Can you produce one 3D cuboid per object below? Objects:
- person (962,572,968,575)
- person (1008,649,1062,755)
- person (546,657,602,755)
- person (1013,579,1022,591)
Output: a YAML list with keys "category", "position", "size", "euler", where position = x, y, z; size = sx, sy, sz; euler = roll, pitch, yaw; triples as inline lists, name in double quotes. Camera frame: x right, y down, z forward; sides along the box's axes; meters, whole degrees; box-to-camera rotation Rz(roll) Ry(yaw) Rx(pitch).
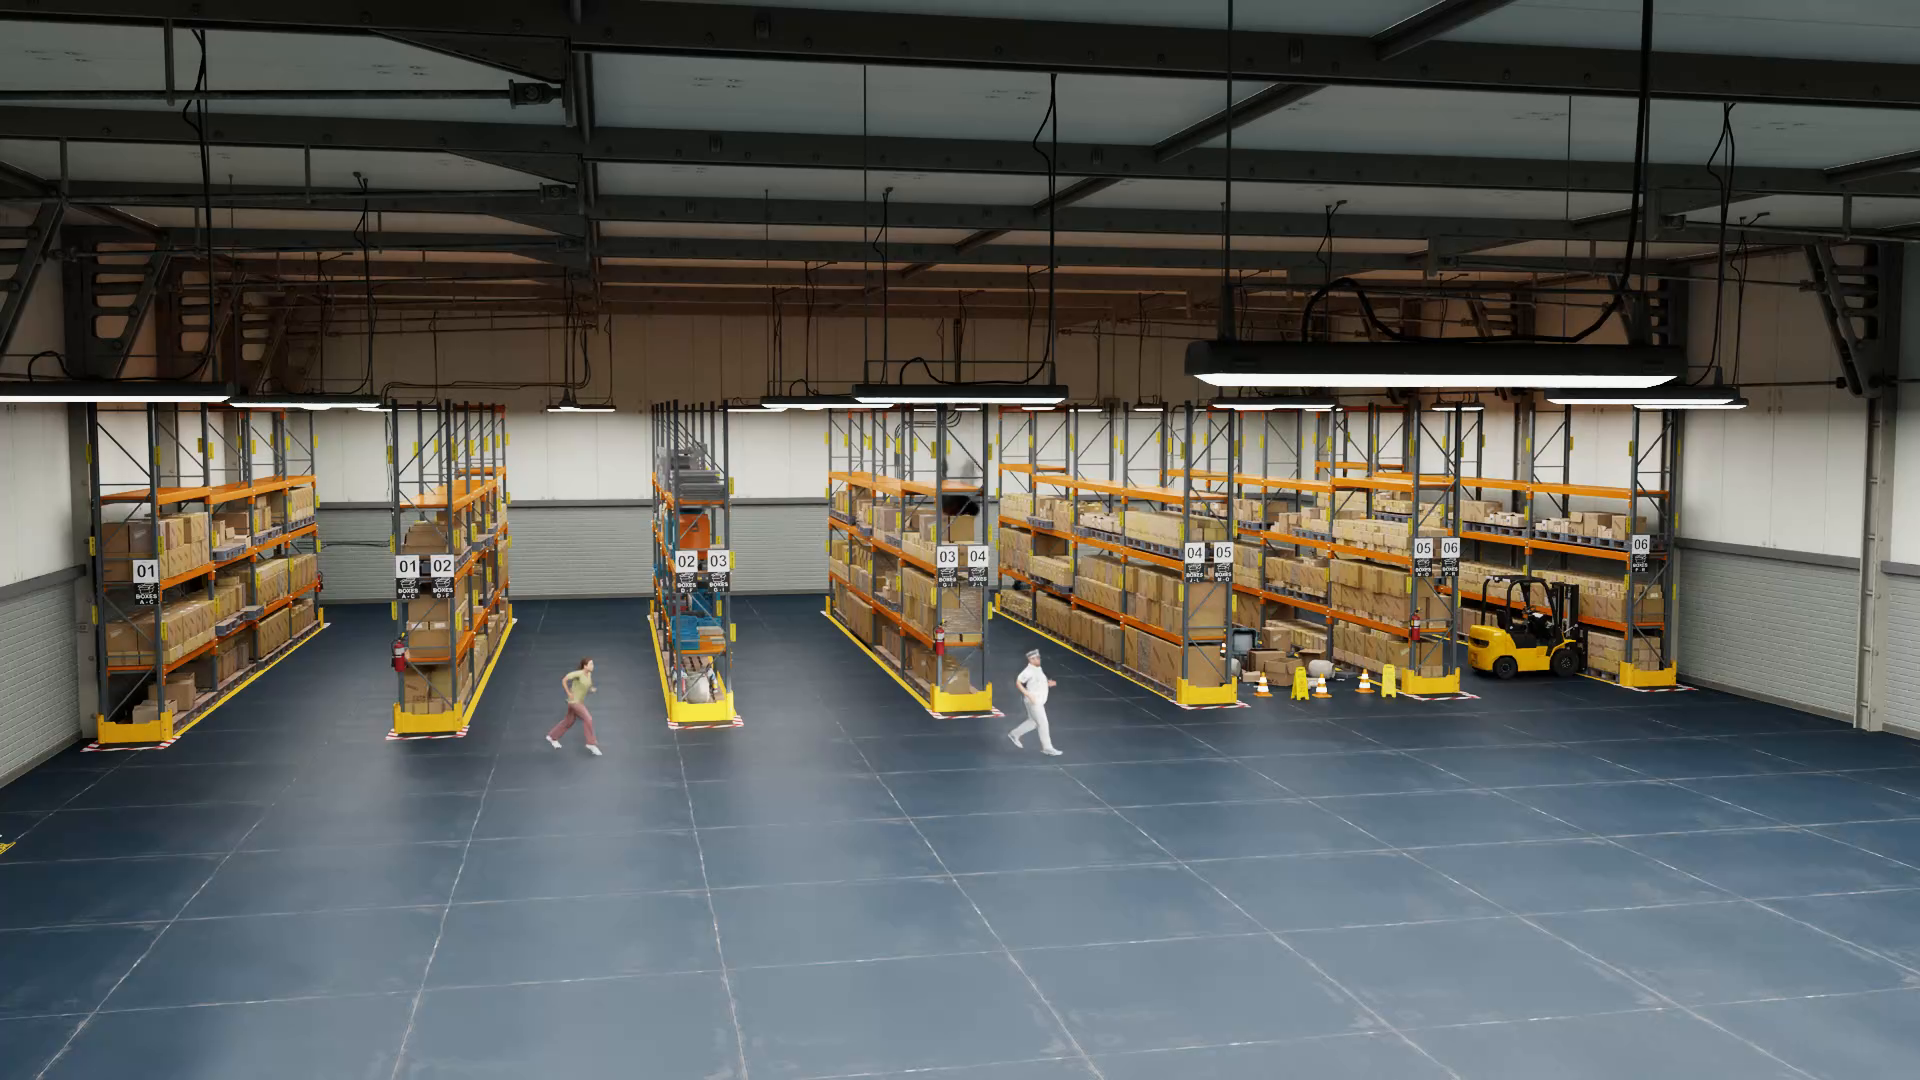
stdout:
- category: "person"
  position: [0.095, 1.313, 47.229]
  size: [0.694, 1.732, 0.660]
  euler: [0, 4, 5]
- category: "person"
  position: [1.256, 2.709, 27.994]
  size: [0.986, 1.761, 0.668]
  euler: [1, 4, 16]
- category: "person"
  position: [-6.523, 2.796, 28.139]
  size: [0.968, 1.659, 0.598]
  euler: [1, 4, 13]
- category: "person"
  position: [1.792, 1.182, 50.061]
  size: [0.713, 1.559, 0.588]
  euler: [2, 5, 24]
